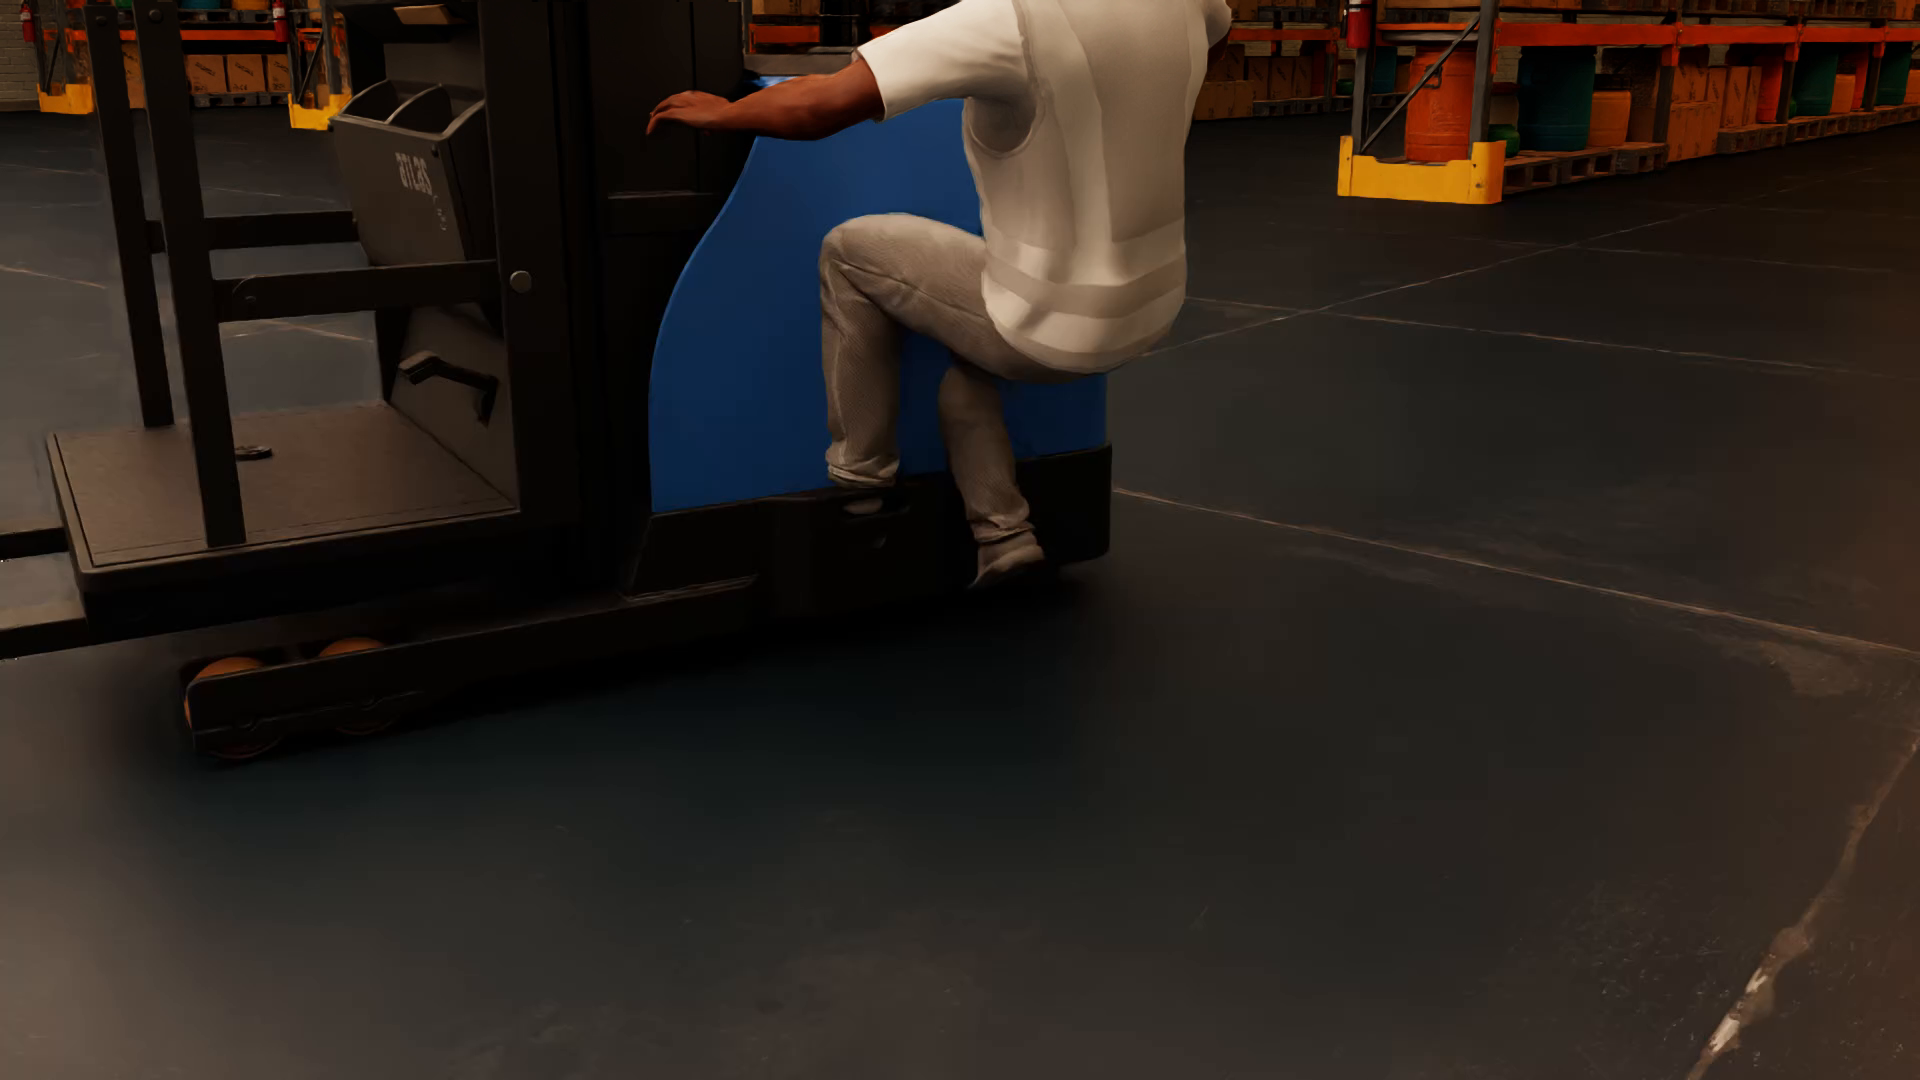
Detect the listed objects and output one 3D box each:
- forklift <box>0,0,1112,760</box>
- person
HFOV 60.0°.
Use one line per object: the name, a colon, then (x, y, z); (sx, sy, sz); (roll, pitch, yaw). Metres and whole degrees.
forklift: (-1.206, -1.214, 2.897); (3.031, 2.935, 1.130); (-10, 19, -29)
person: (0.019, -0.556, 3.099); (0.866, 1.492, 1.108); (11, 20, 32)
